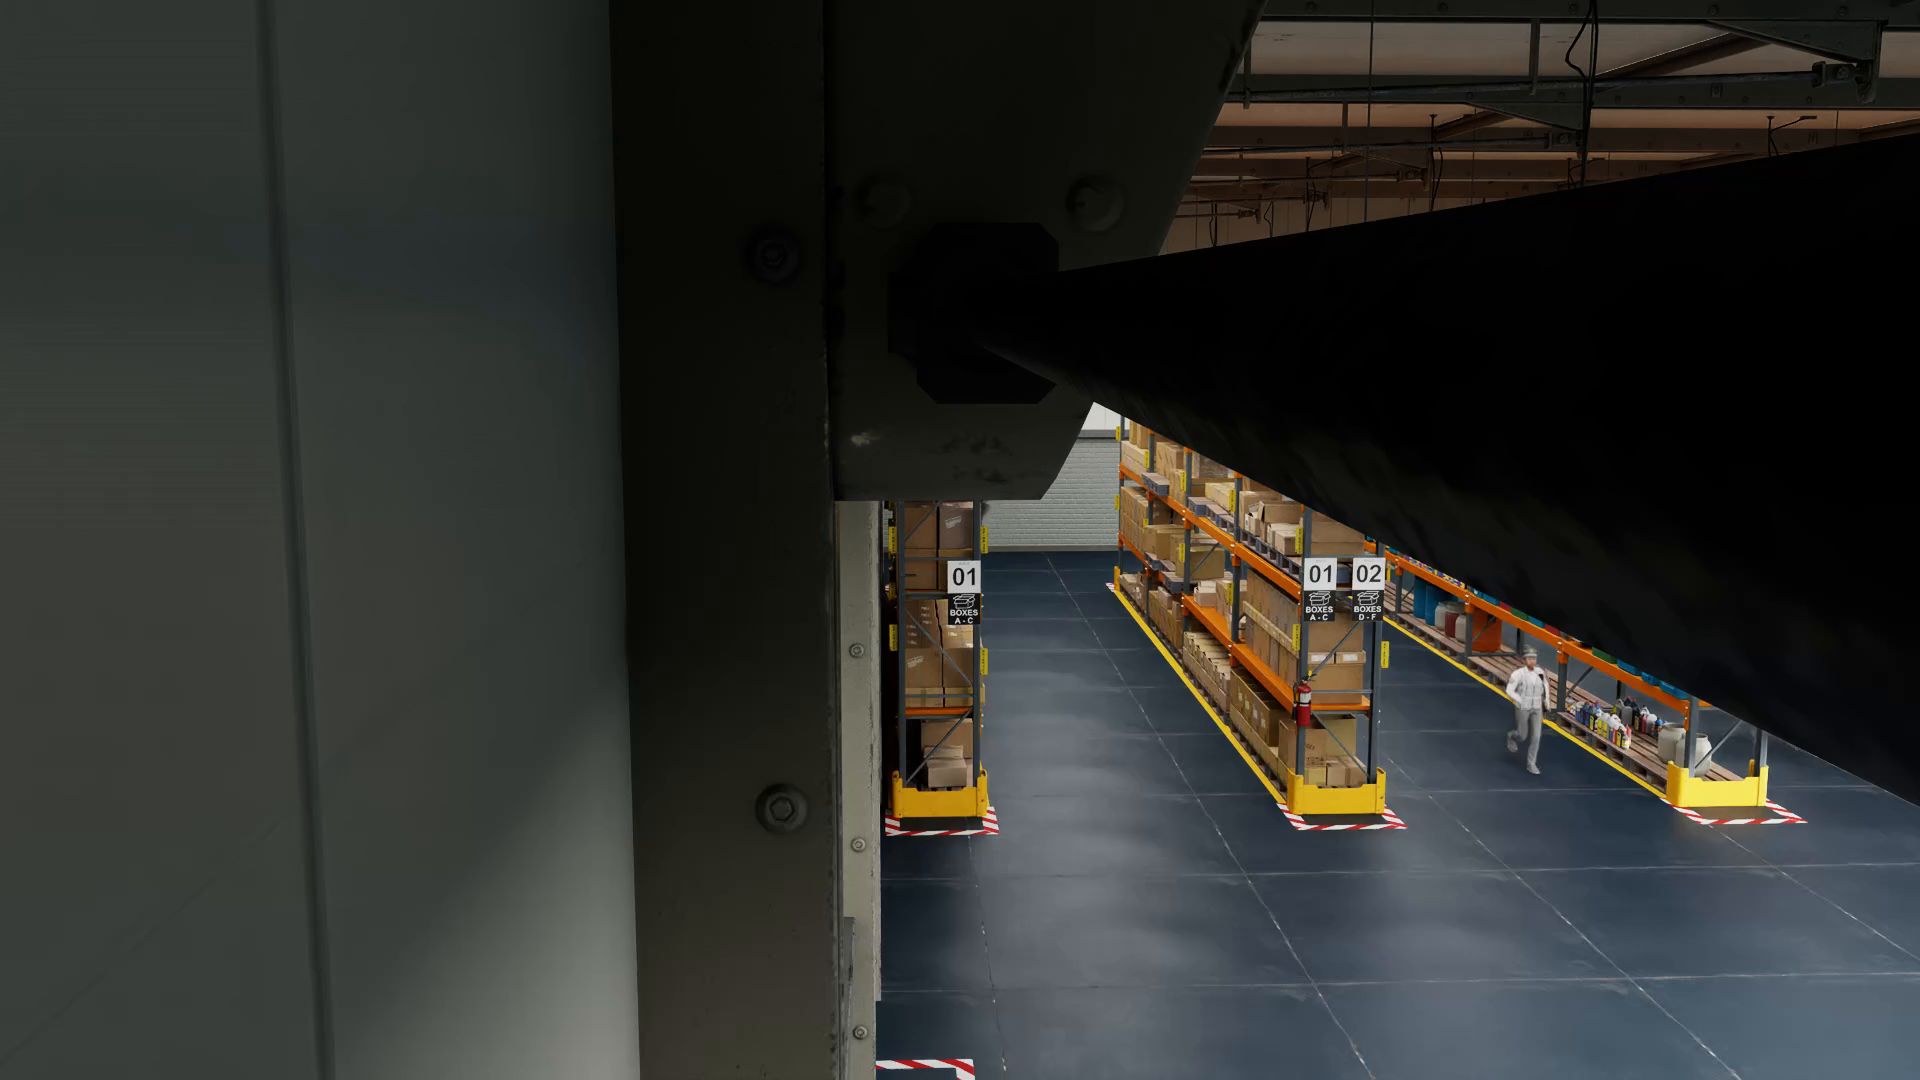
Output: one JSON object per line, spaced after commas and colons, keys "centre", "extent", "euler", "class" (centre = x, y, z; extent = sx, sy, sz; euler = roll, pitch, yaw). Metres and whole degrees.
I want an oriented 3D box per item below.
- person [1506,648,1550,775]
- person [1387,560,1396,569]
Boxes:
{"centre": [7.731, 2.277, 22.566], "extent": [0.632, 1.661, 0.862], "euler": [0, 8, -2], "class": "person"}
{"centre": [10.335, -0.153, 39.245], "extent": [0.602, 1.694, 0.643], "euler": [3, 9, 19], "class": "person"}
